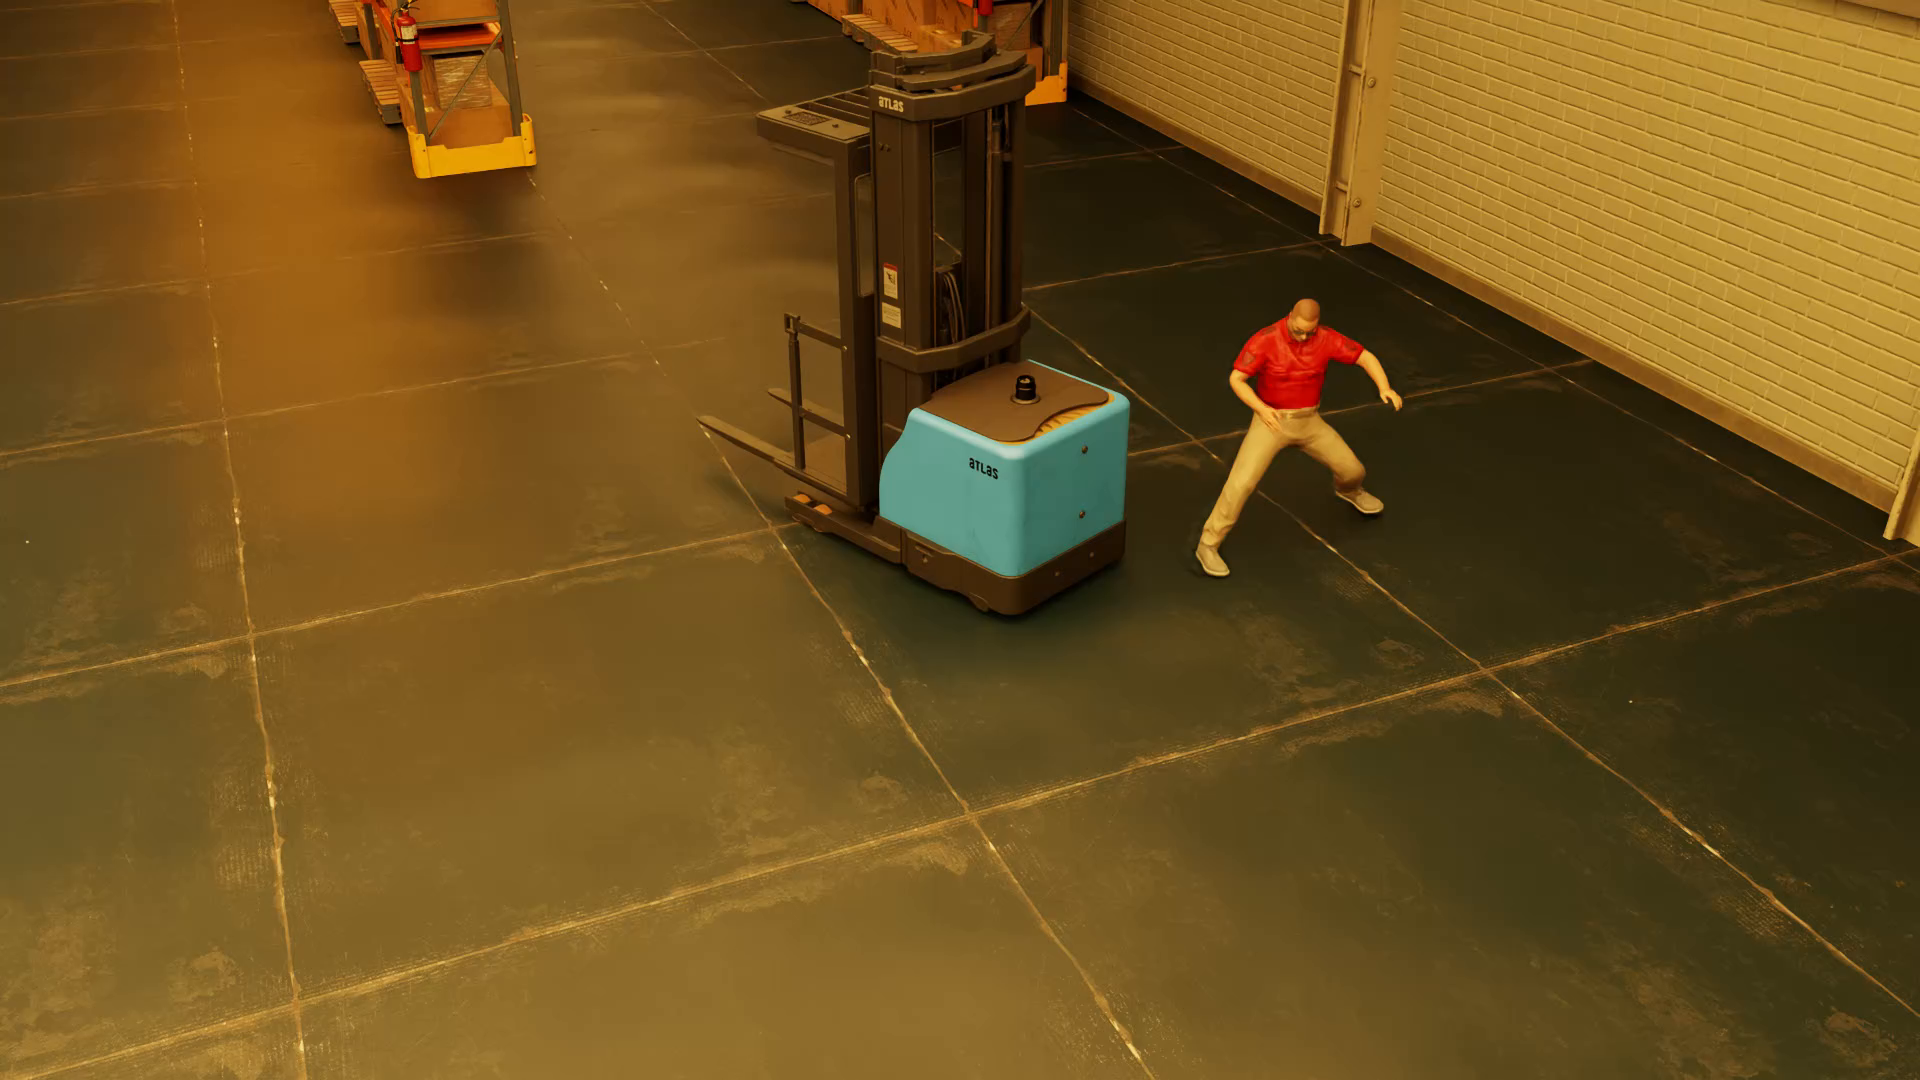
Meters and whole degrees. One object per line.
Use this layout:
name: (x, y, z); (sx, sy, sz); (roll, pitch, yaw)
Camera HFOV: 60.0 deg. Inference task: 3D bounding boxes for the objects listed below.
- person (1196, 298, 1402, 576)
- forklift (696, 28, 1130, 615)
person: (2.019, -0.667, 9.698); (1.287, 1.517, 0.852); (-4, 30, -6)
forklift: (-0.436, -1.483, 9.714); (3.031, 2.935, 1.130); (26, 39, 37)
